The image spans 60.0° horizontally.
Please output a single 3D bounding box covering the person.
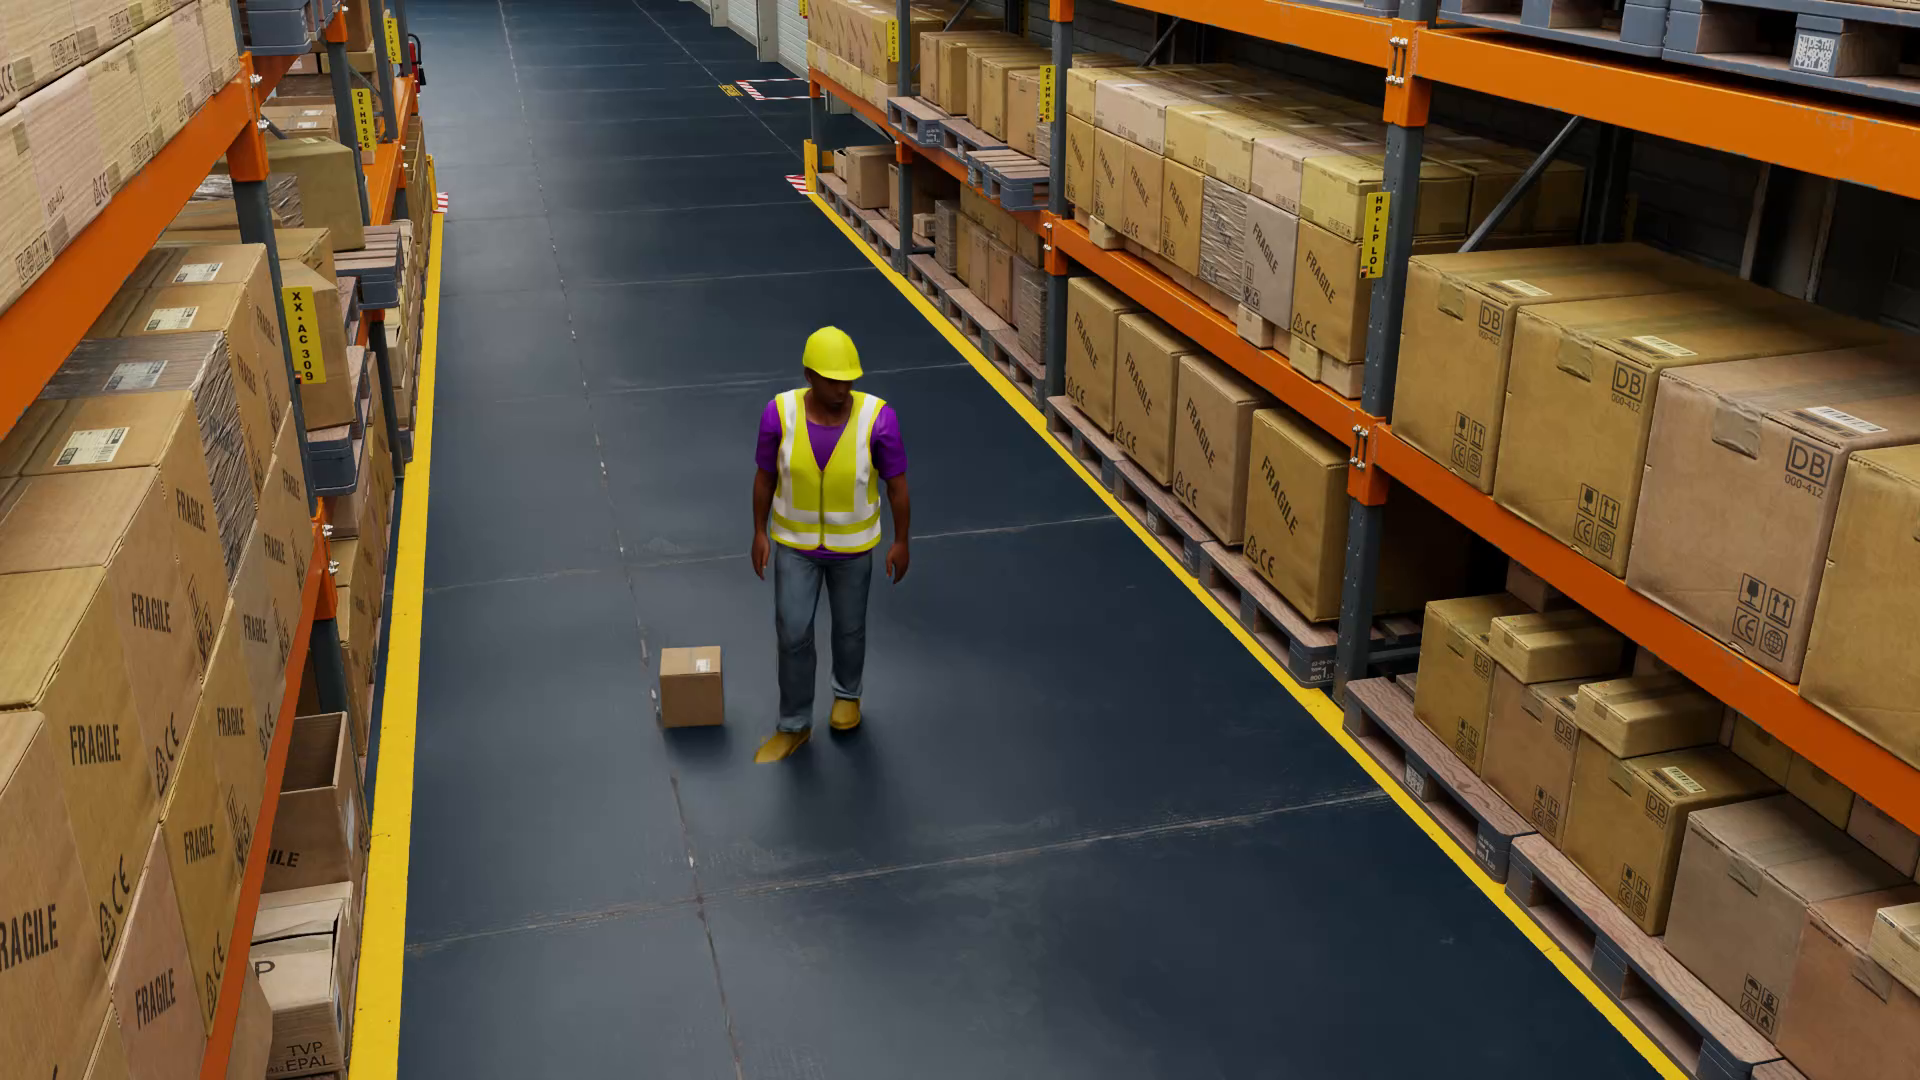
[{"bbox_3d":[-0.516,0.012,6.581,0.647,1.812,0.542,0,23,0],"label":"person"}]
